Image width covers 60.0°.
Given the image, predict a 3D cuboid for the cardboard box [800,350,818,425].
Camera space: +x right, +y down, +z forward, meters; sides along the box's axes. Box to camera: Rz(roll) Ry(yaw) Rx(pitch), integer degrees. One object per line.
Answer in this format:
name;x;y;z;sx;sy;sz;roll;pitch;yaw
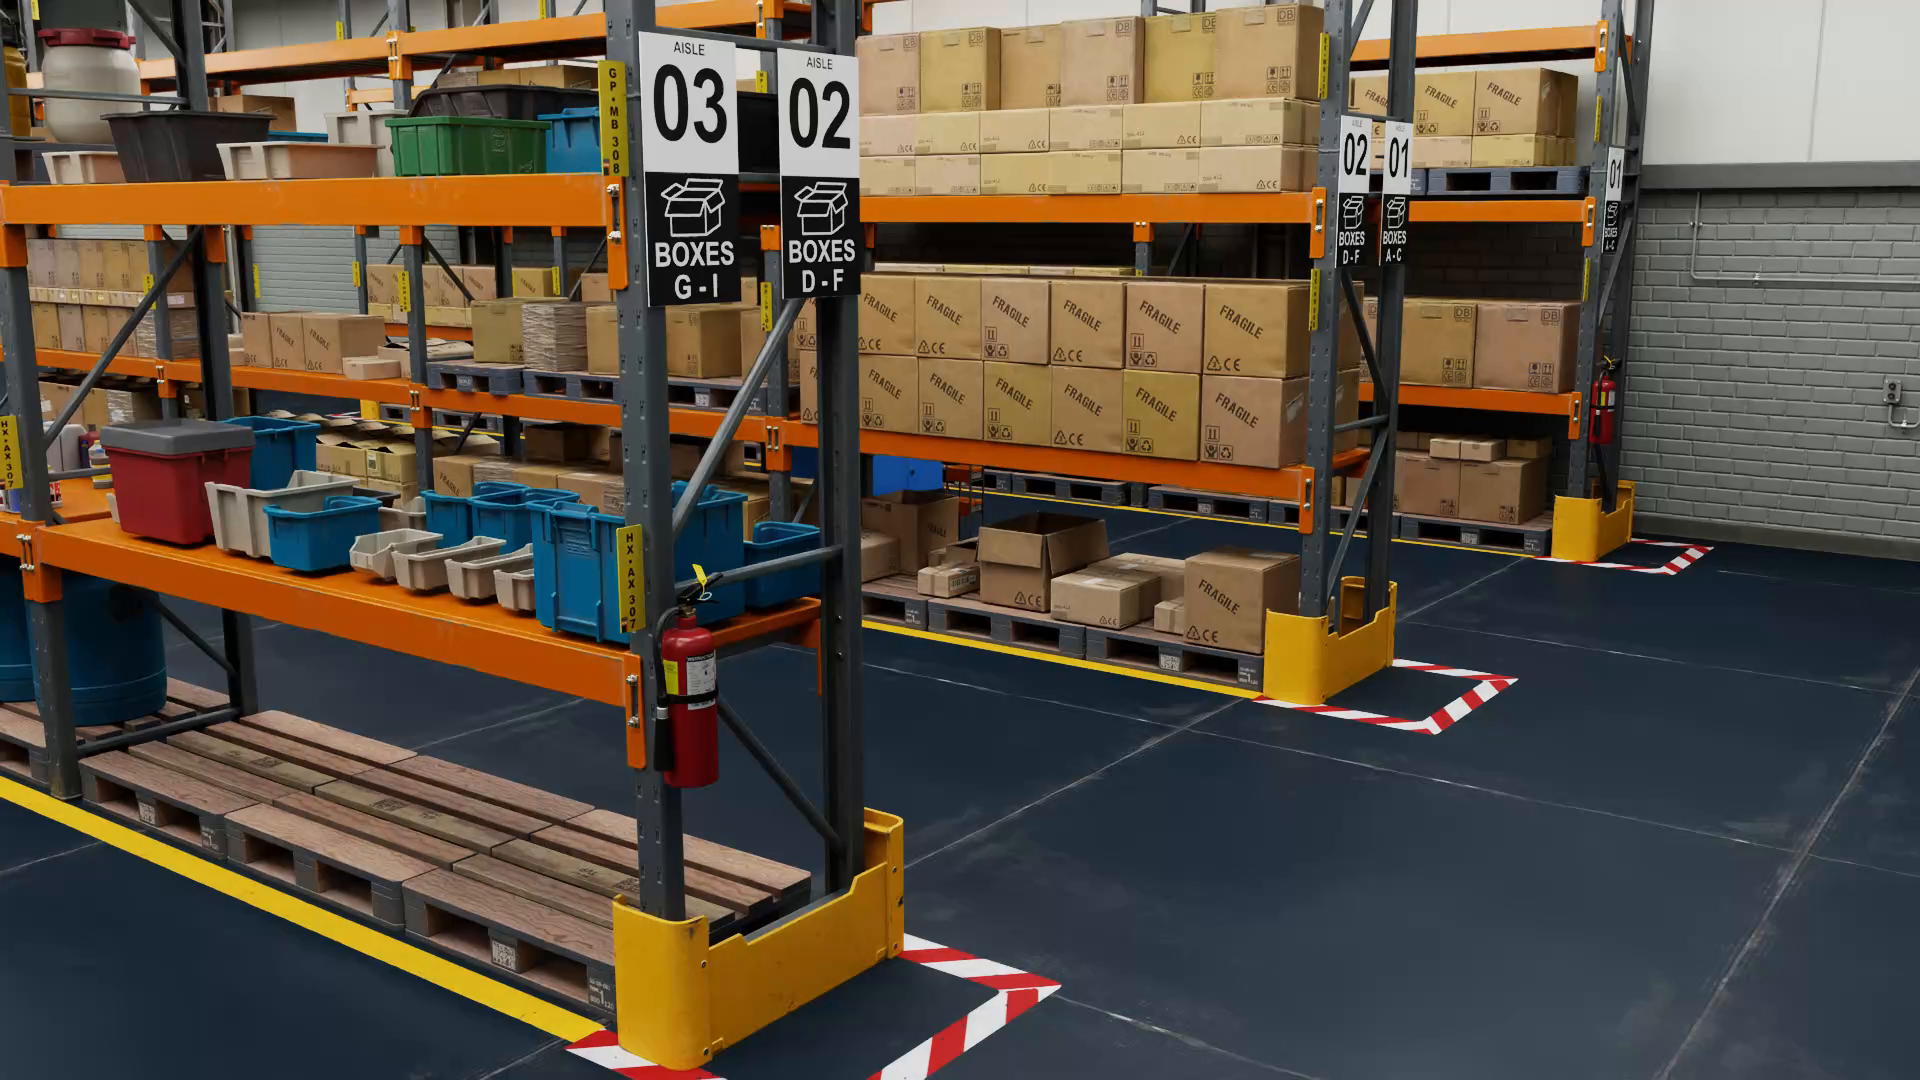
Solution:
cardboard box;-0.733;-1.044;11.268;0.500;0.500;0.500;8;14;37

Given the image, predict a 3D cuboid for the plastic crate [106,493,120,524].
plastic crate;-3.626;-0.162;7.507;0.243;0.136;0.396;8;13;36

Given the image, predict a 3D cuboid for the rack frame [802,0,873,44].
rack frame;-1.277;-5.248;17.466;0.127;3.000;1.000;8;13;36

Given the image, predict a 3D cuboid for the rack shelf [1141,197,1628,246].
rack shelf;3.559;-2.748;14.332;4.000;0.370;1.077;8;13;36

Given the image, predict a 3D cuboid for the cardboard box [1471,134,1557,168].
cardboard box;4.424;-3.099;13.282;0.500;0.250;0.500;8;14;37

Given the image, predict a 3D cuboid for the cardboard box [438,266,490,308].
cardboard box;-6.290;-3.235;21.220;0.500;0.500;0.500;8;14;37

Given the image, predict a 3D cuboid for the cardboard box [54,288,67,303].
cardboard box;-9.227;-2.561;17.399;0.250;0.149;0.380;8;14;36

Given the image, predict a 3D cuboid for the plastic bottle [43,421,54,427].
plastic bottle;-4.998;-0.516;9.127;0.135;0.276;0.152;8;13;36

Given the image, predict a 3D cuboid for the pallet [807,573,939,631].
pallet;-0.429;0.352;11.654;1.213;0.211;1.003;8;13;36

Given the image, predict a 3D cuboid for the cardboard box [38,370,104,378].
cardboard box;-10.046;-1.653;18.837;0.500;0.500;0.500;8;13;36

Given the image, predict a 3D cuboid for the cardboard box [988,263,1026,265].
cardboard box;0.480;-2.691;16.967;0.500;0.250;0.500;8;13;34

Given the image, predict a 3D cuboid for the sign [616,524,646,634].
sign;-1.006;0.119;5.087;0.005;0.325;0.100;8;13;36

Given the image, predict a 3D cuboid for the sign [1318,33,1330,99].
sign;1.897;-2.469;8.668;0.005;0.325;0.100;8;13;36

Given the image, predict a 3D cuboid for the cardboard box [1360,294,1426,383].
cardboard box;3.552;-1.774;14.511;0.700;0.700;0.980;7;13;33

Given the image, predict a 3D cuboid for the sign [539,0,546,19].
sign;-4.837;-6.114;19.276;0.005;0.325;0.100;8;13;36

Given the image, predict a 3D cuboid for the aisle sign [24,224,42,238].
aisle sign;-10.533;-3.772;18.786;0.004;0.787;0.394;8;13;36

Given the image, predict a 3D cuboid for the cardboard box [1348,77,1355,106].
cardboard box;3.175;-3.641;14.107;0.500;0.500;0.500;8;14;36

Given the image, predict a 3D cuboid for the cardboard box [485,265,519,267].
cardboard box;-5.994;-3.314;21.630;0.500;0.500;0.500;8;14;36

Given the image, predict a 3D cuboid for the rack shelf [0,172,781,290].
rack shelf;-2.305;-1.231;6.493;4.000;0.370;1.077;8;13;36

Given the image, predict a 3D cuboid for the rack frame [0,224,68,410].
rack frame;-10.654;-2.443;18.763;0.127;3.000;1.000;8;13;36

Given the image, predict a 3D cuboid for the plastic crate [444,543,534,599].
plastic crate;-1.682;0.115;6.077;0.243;0.136;0.396;8;13;36

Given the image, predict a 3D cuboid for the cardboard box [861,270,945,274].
cardboard box;-0.421;-1.617;11.596;0.500;0.500;0.500;8;14;36

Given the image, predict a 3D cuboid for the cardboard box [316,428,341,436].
cardboard box;-6.005;-0.868;15.277;0.500;0.311;0.500;8;14;37

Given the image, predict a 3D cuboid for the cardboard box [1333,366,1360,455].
cardboard box;2.040;-0.784;9.922;0.500;0.500;0.500;8;14;37

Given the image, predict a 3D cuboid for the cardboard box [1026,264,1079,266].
cardboard box;0.898;-2.631;16.660;0.500;0.250;0.500;7;13;34

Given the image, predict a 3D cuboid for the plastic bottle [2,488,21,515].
plastic bottle;-4.426;-0.270;7.857;0.135;0.276;0.152;8;13;36

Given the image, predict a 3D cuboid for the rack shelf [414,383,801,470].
rack shelf;-2.594;-0.966;13.020;4.000;0.370;1.077;8;13;36

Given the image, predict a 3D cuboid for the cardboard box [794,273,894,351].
cardboard box;-0.769;-1.538;11.188;0.500;0.500;0.500;8;14;37

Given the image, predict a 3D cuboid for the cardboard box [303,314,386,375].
cardboard box;-5.568;-1.779;15.066;0.500;0.500;0.500;7;13;33

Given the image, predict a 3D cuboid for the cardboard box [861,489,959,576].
cardboard box;-0.355;-0.062;11.878;0.500;0.500;0.500;8;13;36

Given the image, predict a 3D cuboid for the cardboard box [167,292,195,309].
cardboard box;-7.776;-2.359;16.356;0.250;0.149;0.380;8;13;35

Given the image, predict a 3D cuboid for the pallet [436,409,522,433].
pallet;-6.051;-1.591;21.696;1.213;0.211;1.003;8;13;36

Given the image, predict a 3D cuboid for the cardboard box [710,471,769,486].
cardboard box;-1.664;-0.233;12.760;0.500;0.500;0.500;8;14;36

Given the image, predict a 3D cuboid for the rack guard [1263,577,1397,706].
rack guard;2.181;0.574;9.746;0.348;0.500;1.175;8;13;36

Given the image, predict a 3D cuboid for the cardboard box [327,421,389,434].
cardboard box;-5.707;-0.953;15.714;0.500;0.311;0.500;8;13;35

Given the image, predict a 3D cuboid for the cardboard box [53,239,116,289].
cardboard box;-9.005;-2.898;17.433;0.500;0.500;0.700;8;14;36

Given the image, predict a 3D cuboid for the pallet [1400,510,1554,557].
pallet;4.480;-0.112;14.054;1.213;0.211;1.003;8;13;36

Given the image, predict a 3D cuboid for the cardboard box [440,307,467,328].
cardboard box;-6.279;-2.863;21.276;0.500;0.250;0.500;8;14;36

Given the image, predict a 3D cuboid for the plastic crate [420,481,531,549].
plastic crate;-2.000;-0.094;6.901;0.300;0.233;0.416;8;13;36

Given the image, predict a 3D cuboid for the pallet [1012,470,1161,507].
pallet;1.281;-0.559;16.365;1.213;0.211;1.003;8;13;36

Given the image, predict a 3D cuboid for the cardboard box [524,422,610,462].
cardboard box;-3.265;-0.826;13.851;0.500;0.250;0.500;9;14;38

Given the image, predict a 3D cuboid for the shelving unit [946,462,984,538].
shelving unit;0.043;-0.509;13.899;0.252;1.050;0.215;8;13;36

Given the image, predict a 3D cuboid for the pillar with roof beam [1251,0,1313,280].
pillar with roof beam;0.475;-4.193;12.013;0.400;9.000;9.100;8;13;36

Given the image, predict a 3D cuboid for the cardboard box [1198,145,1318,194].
cardboard box;1.672;-2.061;9.284;0.500;0.250;0.500;8;13;36

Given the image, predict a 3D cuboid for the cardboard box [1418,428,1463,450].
cardboard box;4.157;-0.866;14.376;0.250;0.149;0.380;8;14;36

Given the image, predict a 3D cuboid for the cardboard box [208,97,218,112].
cardboard box;-6.956;-3.892;15.667;0.500;0.500;0.500;8;14;36

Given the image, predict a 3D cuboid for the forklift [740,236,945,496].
forklift;-1.565;-1.724;15.225;3.031;2.935;1.130;10;15;41

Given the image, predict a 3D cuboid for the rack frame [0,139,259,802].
rack frame;-3.917;-0.336;7.872;0.127;3.000;1.000;8;13;36

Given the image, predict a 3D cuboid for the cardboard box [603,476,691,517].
cardboard box;-2.347;-0.208;12.630;0.500;0.500;0.500;8;14;36

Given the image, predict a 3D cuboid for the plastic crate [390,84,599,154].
plastic crate;-1.762;-1.543;6.373;0.767;0.338;0.504;8;13;36

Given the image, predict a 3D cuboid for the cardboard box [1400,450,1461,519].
cardboard box;4.144;-0.502;14.203;0.500;0.500;0.700;8;13;35

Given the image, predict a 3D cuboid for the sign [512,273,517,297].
sign;-3.893;-2.158;14.446;0.005;0.325;0.100;8;13;36

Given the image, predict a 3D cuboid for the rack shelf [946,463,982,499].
rack shelf;0.043;-0.499;13.901;0.240;0.259;0.215;8;13;36

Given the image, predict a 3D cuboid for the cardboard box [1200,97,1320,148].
cardboard box;1.677;-2.308;9.243;0.500;0.250;0.500;8;13;36

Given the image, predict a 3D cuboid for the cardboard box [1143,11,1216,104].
cardboard box;1.465;-2.782;9.718;0.500;0.500;0.700;8;13;36

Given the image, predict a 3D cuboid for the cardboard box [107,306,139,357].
cardboard box;-8.220;-2.150;16.983;0.500;0.500;0.700;8;13;35
